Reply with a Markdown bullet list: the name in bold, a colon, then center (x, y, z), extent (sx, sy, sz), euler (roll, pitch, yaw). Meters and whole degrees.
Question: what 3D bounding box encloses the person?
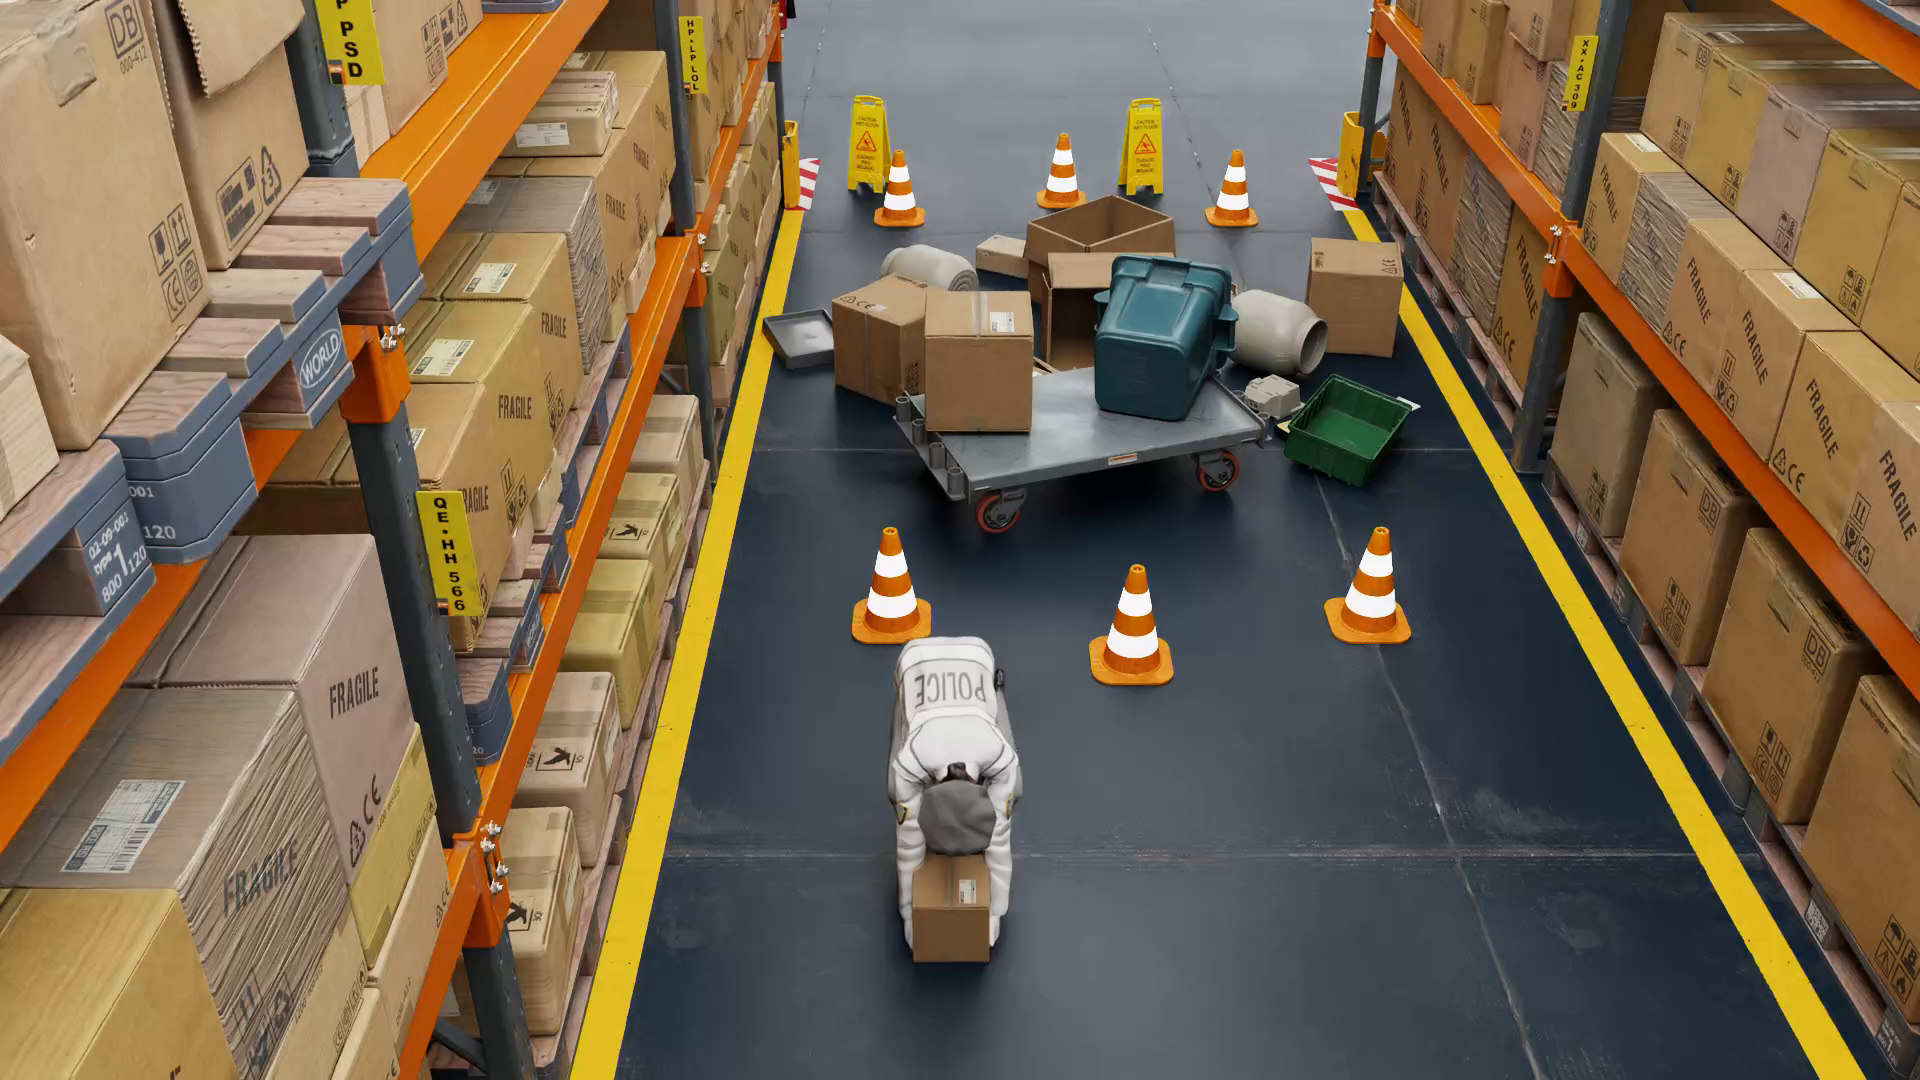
- **person**: center (-0.017, 0.837, 5.629), extent (0.460, 0.812, 0.902), euler (-1, 32, -2)
